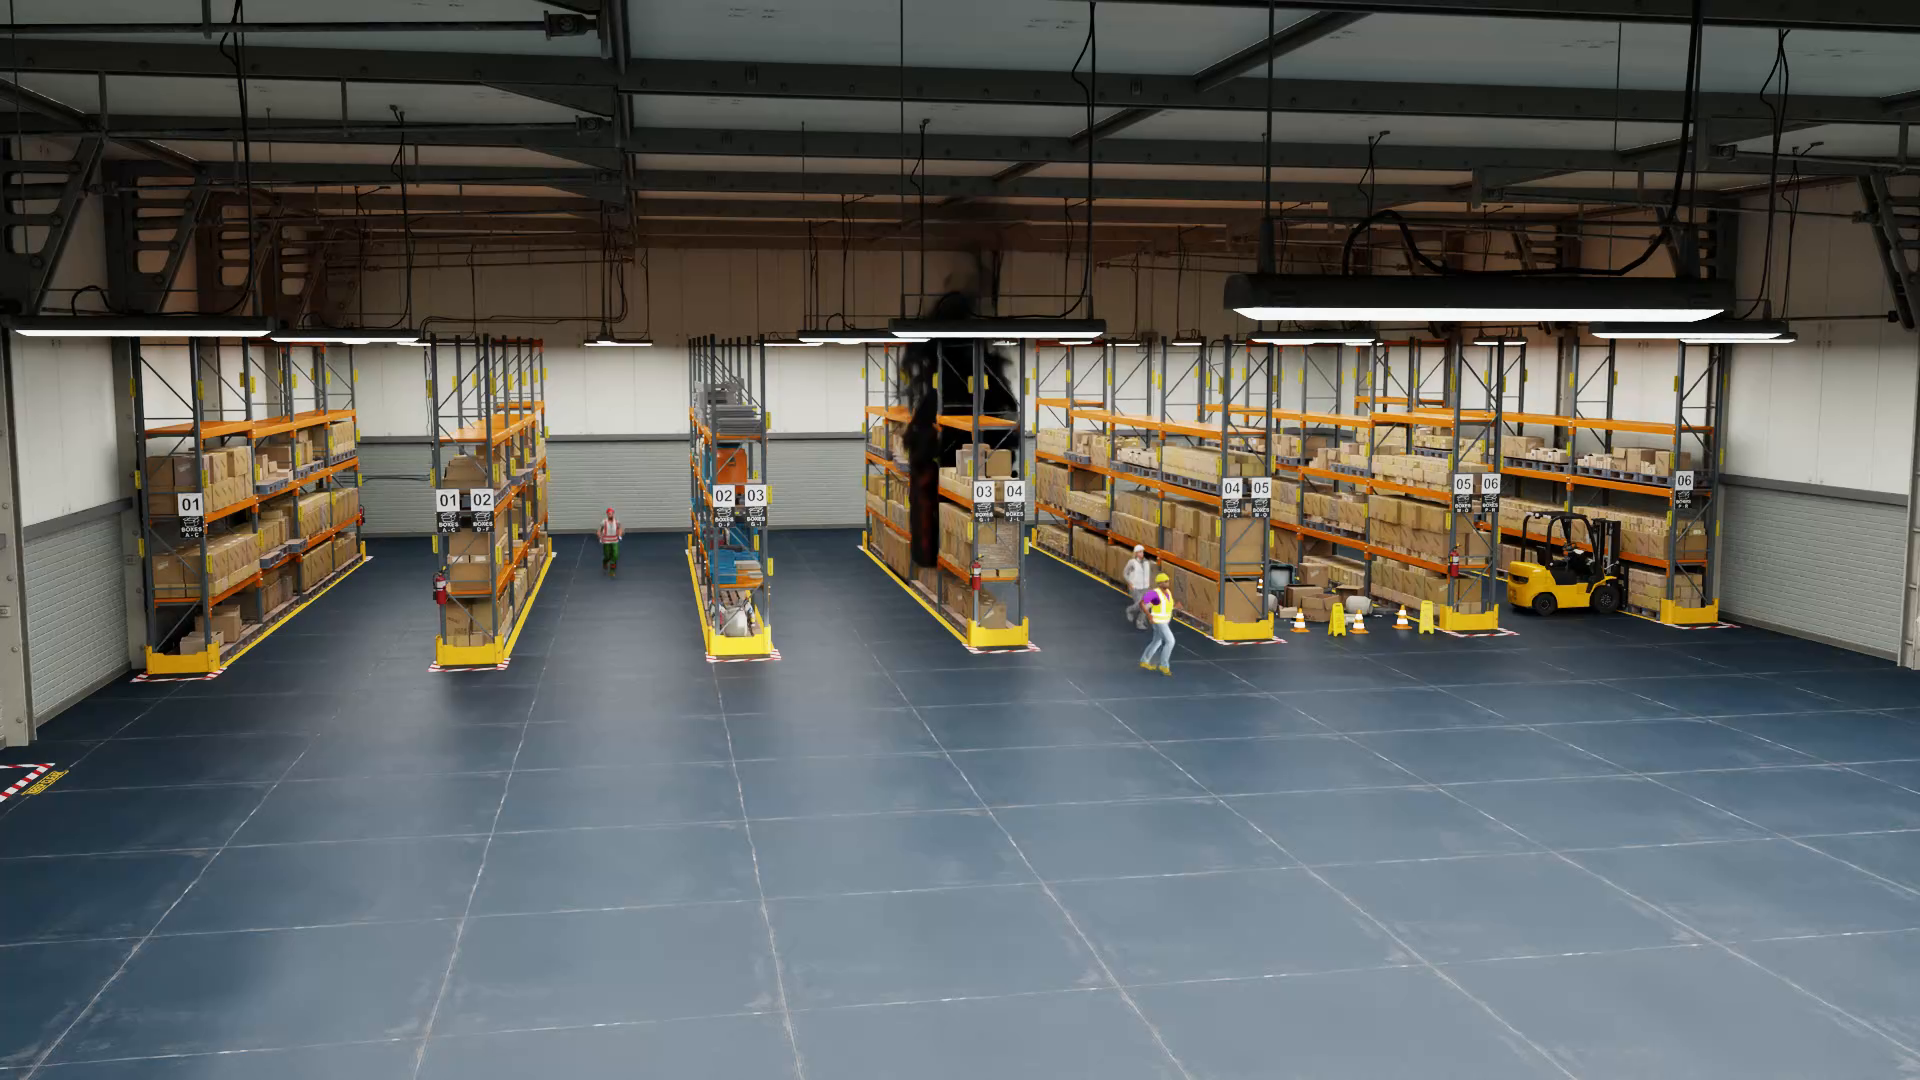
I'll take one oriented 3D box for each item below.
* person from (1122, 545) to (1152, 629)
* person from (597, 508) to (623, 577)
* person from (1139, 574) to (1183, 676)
[{"bbox_3d":[3.664,0.960,34.135,0.671,1.728,0.597,-3,7,-26],"label":"person"},{"bbox_3d":[-8.840,0.051,42.033,0.643,1.738,0.712,-3,7,-24],"label":"person"},{"bbox_3d":[3.558,1.498,29.433,0.765,1.834,0.661,3,7,28],"label":"person"}]
